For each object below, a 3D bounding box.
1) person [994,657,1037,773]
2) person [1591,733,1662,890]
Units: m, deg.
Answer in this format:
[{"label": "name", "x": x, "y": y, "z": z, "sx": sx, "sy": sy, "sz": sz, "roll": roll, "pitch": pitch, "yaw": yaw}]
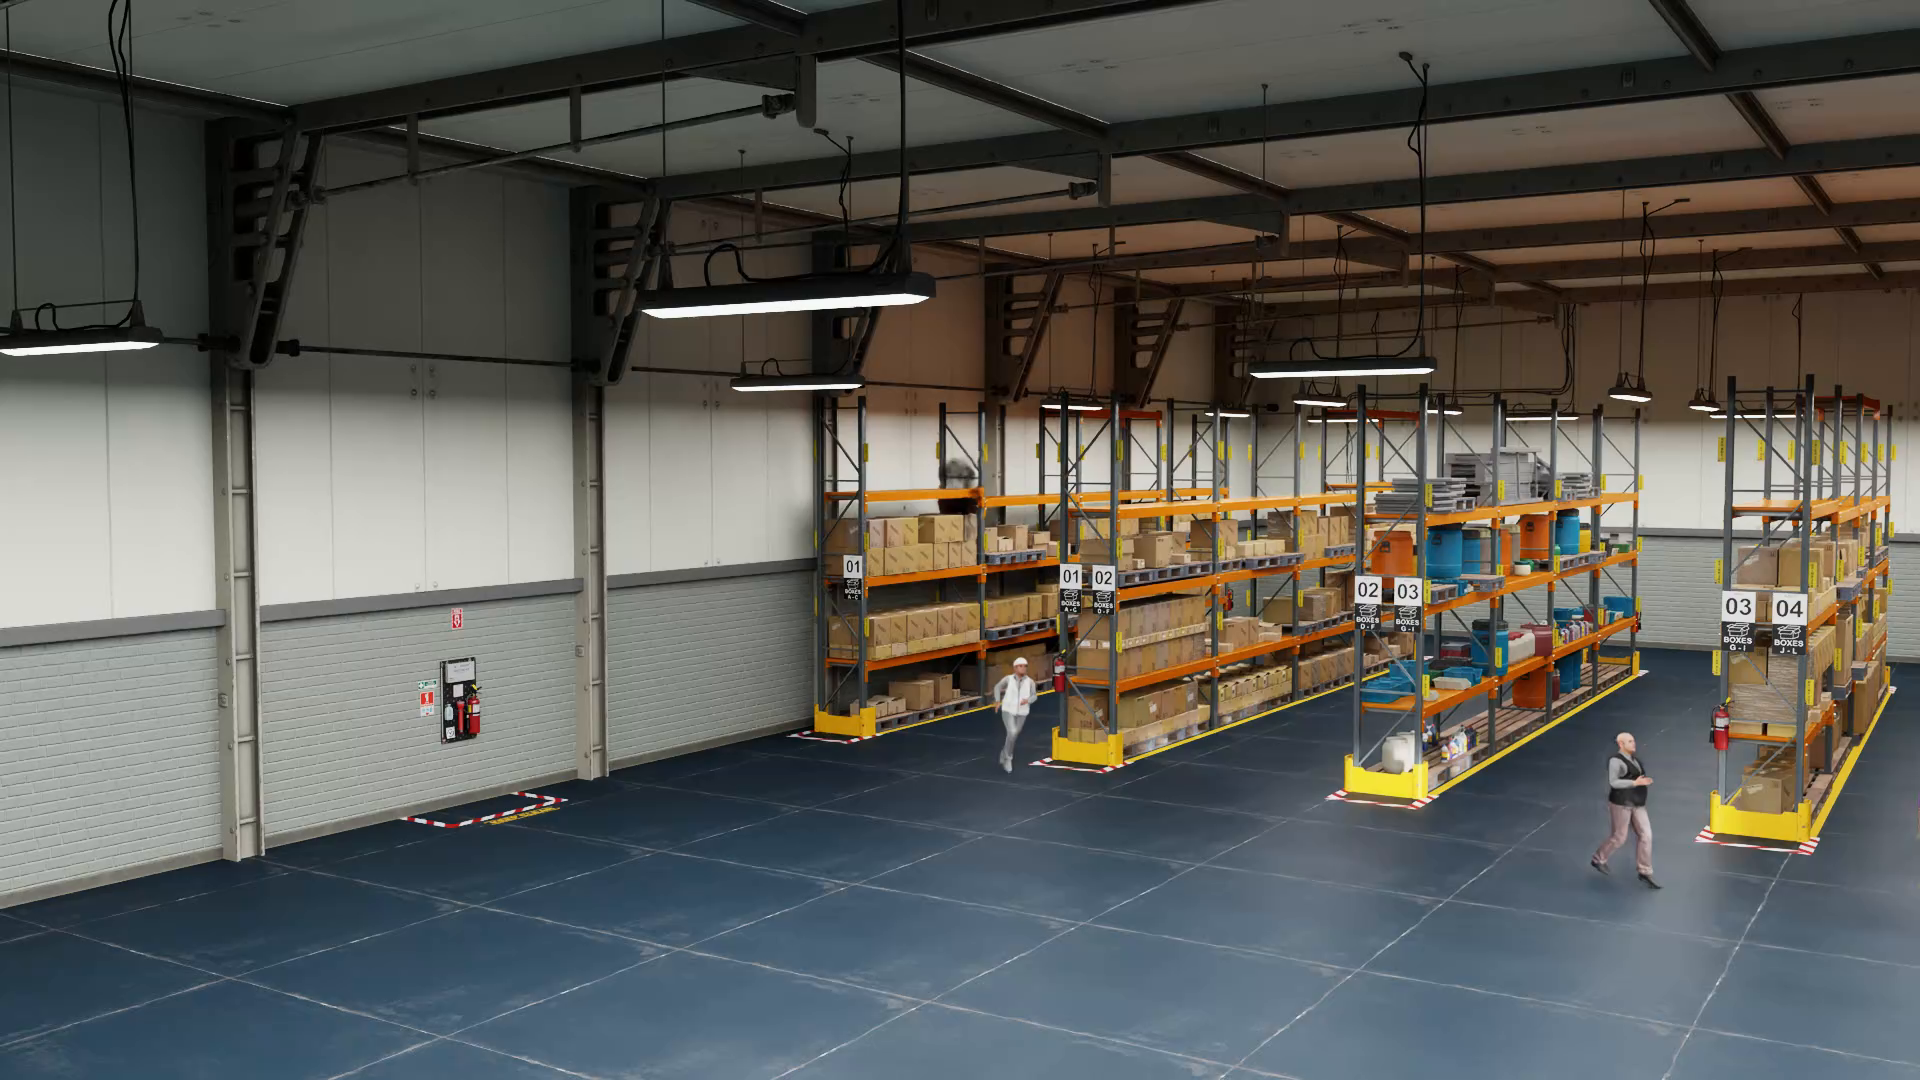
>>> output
[{"label": "person", "x": 0.898, "y": 2.738, "z": 26.301, "sx": 0.643, "sy": 1.752, "sz": 0.733, "roll": -1, "pitch": 3, "yaw": -14}, {"label": "person", "x": 7.731, "y": 3.110, "z": 19.277, "sx": 0.650, "sy": 1.755, "sz": 0.826, "roll": -2, "pitch": 4, "yaw": -33}]
